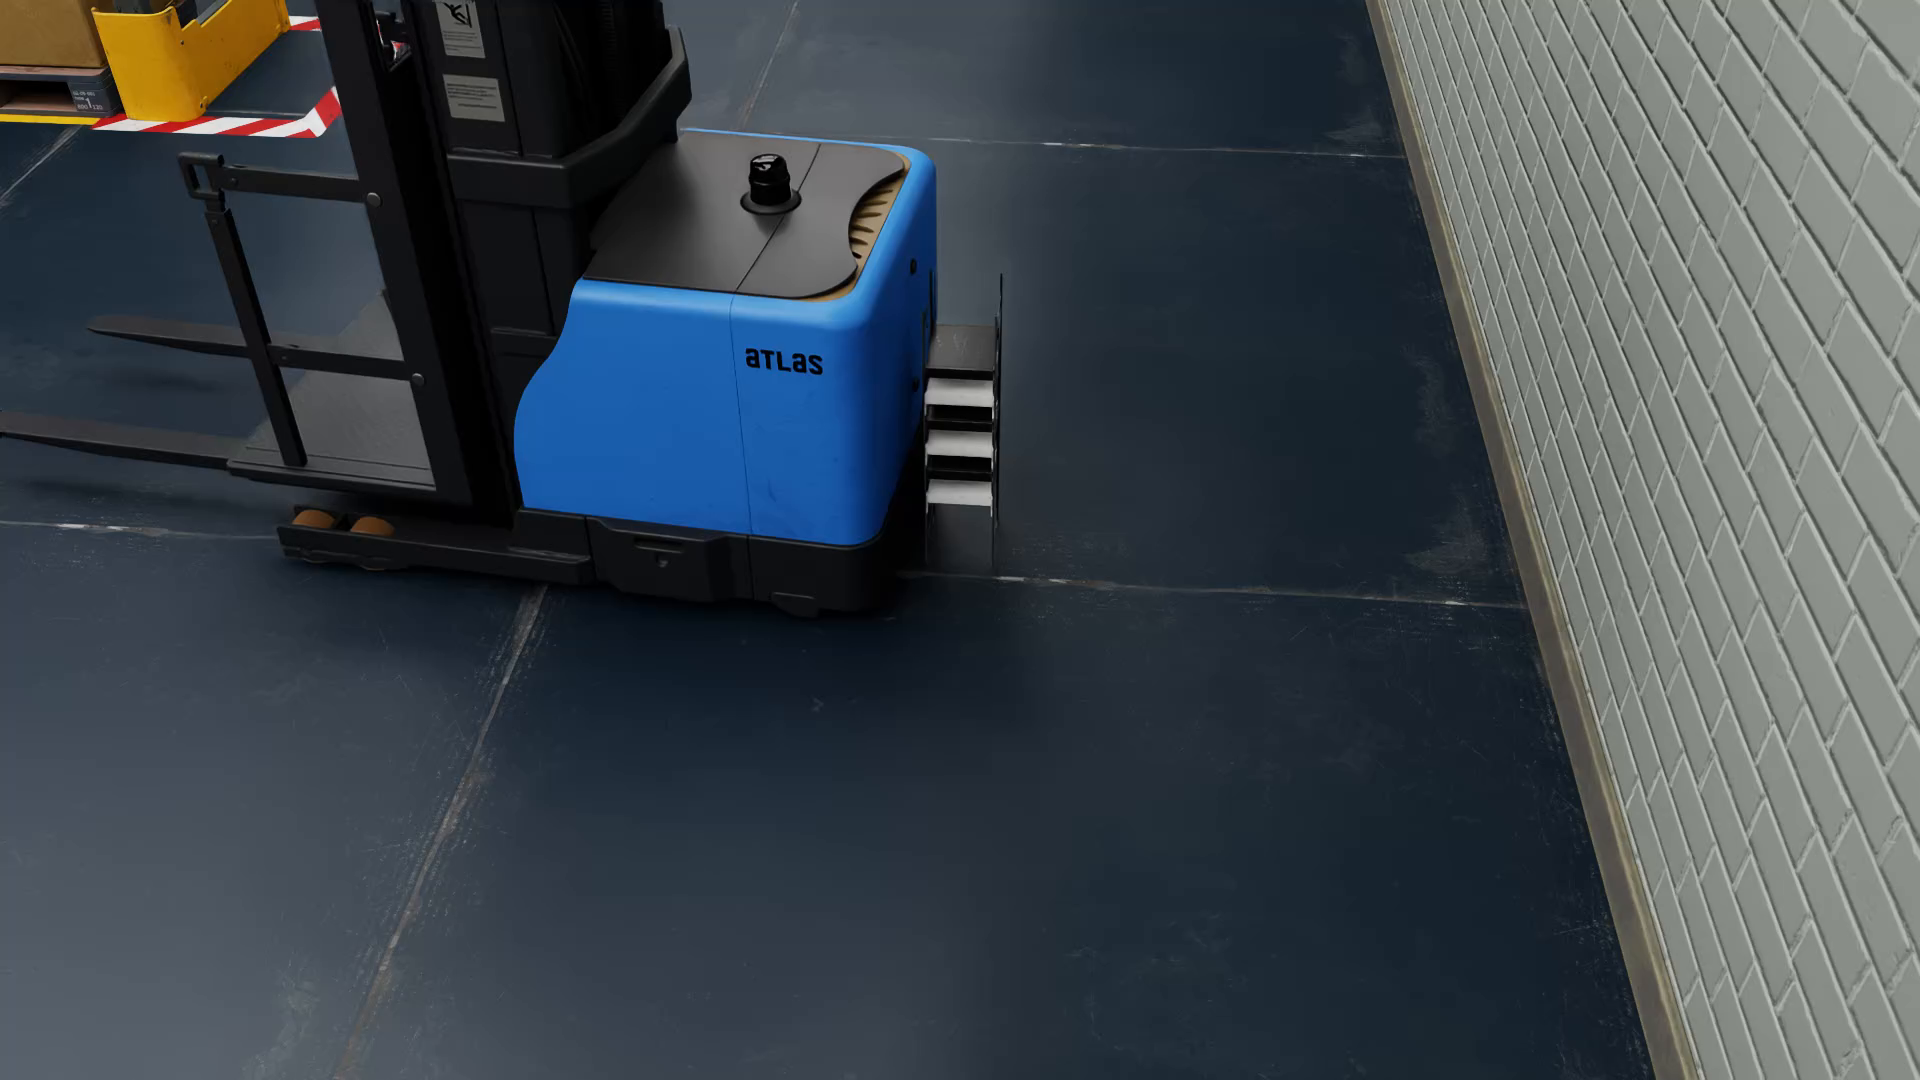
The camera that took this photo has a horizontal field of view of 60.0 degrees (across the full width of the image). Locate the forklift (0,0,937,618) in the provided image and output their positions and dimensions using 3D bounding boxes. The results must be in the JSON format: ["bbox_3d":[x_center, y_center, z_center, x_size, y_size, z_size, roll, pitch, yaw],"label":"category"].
[{"bbox_3d":[-1.627,-1.361,4.601,3.031,2.935,1.130,7,40,8],"label":"forklift"}]

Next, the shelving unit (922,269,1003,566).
[{"bbox_3d":[0.008,-0.349,4.965,0.210,0.900,0.258,3,39,4],"label":"shelving unit"}]

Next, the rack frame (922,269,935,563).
[{"bbox_3d":[-0.093,-0.354,4.972,0.006,0.900,0.240,3,39,4],"label":"rack frame"}]

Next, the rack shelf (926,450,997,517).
[{"bbox_3d":[0.008,-0.183,5.100,0.200,0.077,0.258,3,39,4],"label":"rack shelf"}]

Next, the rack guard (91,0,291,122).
[{"bbox_3d":[-3.616,-2.475,7.895,0.348,0.500,1.175,3,39,4],"label":"rack guard"}]

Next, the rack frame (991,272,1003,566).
[{"bbox_3d":[0.109,-0.343,4.959,0.006,0.900,0.240,3,39,4],"label":"rack frame"}]

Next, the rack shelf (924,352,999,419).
[{"bbox_3d":[0.008,-0.462,4.873,0.200,0.077,0.258,3,39,4],"label":"rack shelf"}]

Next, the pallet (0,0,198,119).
[{"bbox_3d":[-4.444,-2.359,7.981,1.213,0.211,1.003,3,39,4],"label":"pallet"}]

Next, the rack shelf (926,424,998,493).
[{"bbox_3d":[0.008,-0.253,5.043,0.200,0.077,0.258,3,39,4],"label":"rack shelf"}]

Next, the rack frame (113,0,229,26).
[{"bbox_3d":[-3.640,-3.446,7.108,0.127,3.000,1.000,3,39,4],"label":"rack frame"}]

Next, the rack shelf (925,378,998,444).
[{"bbox_3d":[0.008,-0.392,4.930,0.200,0.077,0.258,3,39,4],"label":"rack shelf"}]

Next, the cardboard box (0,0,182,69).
[{"bbox_3d":[-4.285,-2.769,7.627,0.875,0.875,0.875,3,39,4],"label":"cardboard box"}]

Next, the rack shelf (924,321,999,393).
[{"bbox_3d":[0.008,-0.532,4.816,0.200,0.077,0.258,3,39,4],"label":"rack shelf"}]

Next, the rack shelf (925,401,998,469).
[{"bbox_3d":[0.008,-0.323,4.986,0.200,0.077,0.258,3,39,4],"label":"rack shelf"}]
